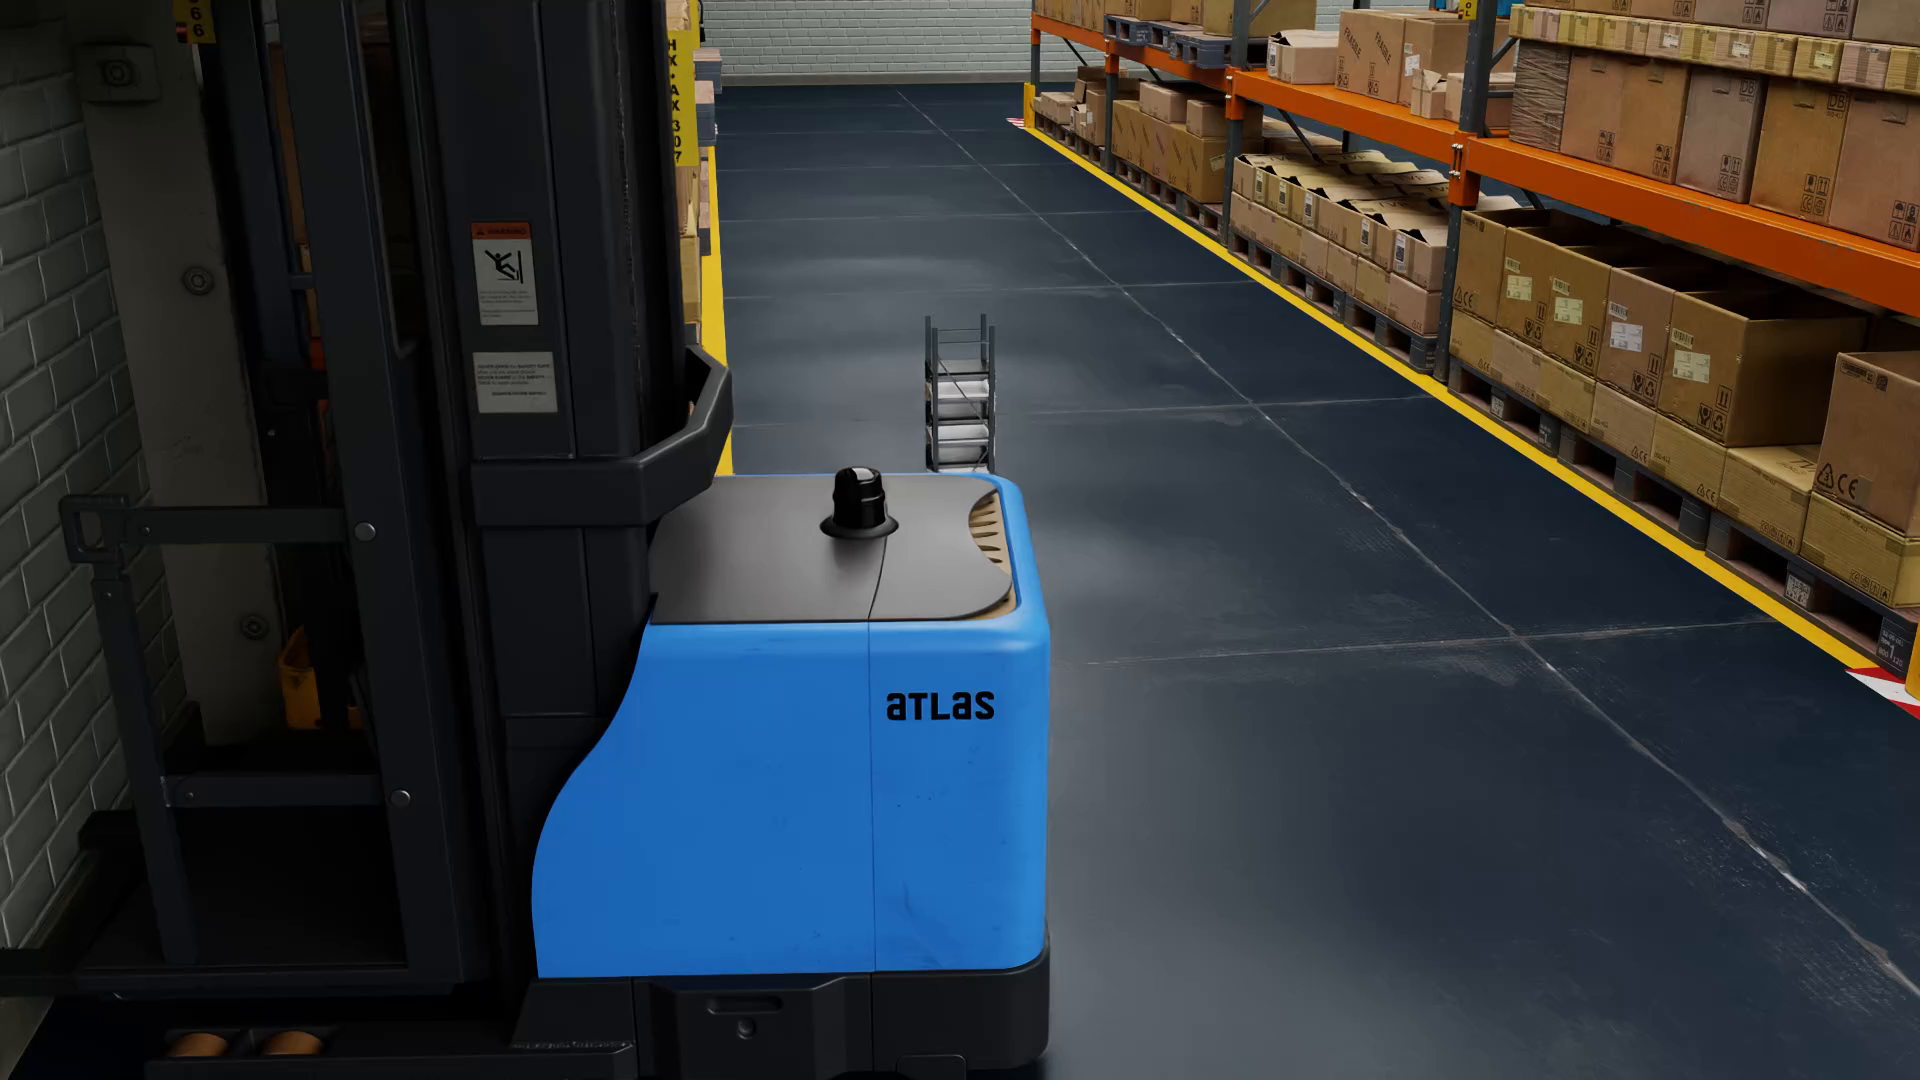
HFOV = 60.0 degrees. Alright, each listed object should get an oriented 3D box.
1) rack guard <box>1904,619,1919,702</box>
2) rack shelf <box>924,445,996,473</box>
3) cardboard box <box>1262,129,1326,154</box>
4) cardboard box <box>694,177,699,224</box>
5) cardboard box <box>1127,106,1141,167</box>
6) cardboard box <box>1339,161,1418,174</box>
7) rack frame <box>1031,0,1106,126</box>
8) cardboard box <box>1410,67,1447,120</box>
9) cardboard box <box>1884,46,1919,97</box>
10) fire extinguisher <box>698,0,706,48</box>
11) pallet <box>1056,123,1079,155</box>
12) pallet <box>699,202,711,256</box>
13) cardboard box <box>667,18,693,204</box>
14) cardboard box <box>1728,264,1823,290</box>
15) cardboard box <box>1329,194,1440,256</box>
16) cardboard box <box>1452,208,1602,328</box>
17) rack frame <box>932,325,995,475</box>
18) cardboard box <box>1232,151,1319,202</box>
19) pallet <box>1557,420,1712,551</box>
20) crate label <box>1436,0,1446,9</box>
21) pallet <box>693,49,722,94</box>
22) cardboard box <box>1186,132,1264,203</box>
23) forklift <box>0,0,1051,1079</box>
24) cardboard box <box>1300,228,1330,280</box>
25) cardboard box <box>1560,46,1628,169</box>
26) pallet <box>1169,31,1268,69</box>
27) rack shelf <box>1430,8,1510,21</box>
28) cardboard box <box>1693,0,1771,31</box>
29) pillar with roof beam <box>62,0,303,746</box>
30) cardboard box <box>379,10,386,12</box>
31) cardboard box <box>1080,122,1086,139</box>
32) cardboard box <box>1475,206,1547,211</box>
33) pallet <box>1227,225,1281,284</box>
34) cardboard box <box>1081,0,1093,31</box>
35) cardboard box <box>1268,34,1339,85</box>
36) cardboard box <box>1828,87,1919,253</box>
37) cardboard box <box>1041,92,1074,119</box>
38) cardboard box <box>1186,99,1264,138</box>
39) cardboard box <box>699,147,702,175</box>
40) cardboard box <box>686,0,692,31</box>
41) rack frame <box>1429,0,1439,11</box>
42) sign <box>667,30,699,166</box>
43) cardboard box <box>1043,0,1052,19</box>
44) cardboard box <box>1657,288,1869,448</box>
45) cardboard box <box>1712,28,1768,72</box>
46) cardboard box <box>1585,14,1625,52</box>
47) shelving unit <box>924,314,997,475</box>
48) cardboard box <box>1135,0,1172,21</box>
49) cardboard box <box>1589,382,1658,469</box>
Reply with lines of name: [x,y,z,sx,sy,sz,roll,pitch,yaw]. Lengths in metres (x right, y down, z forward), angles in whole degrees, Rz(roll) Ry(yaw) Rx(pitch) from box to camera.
rack guard: [3.664,0.272,5.274,1.175,0.500,0.348,-3,21,-8]
rack shelf: [-0.001,-0.309,6.609,0.258,0.077,0.200,-3,21,-8]
cardboard box: [2.643,-3.065,13.580,0.500,0.500,0.500,-4,21,-10]
cardboard box: [-1.225,-1.311,6.125,0.500,0.250,0.500,-3,21,-7]
cardboard box: [1.847,-3.733,15.369,0.500,0.500,0.500,-3,21,-7]
cardboard box: [2.908,-2.500,11.651,0.500,0.311,0.500,-3,21,-9]
rack frame: [1.354,-6.447,19.691,1.000,3.000,0.127,-3,21,-8]
cardboard box: [2.775,-2.525,9.380,0.396,0.266,0.258,-3,21,-9]
cardboard box: [3.341,-1.560,5.535,0.380,0.149,0.250,-3,21,-9]
fire extinguisher: [-3.113,-6.061,19.299,0.296,0.674,0.183,-3,21,-8]
pallet: [1.653,-4.417,18.241,1.003,0.211,1.213,-3,21,-8]
pallet: [-2.433,-2.397,12.831,1.003,0.211,1.213,-3,21,-8]
cardboard box: [-1.074,-1.299,5.020,0.500,0.500,0.500,-3,21,-8]
cardboard box: [3.589,-0.884,7.053,0.500,0.500,0.500,-3,21,-8]
cardboard box: [2.591,-1.942,10.157,0.500,0.311,0.500,-3,21,-8]
cardboard box: [2.841,-1.376,8.371,0.500,0.500,0.500,-3,21,-8]
rack frame: [0.014,-0.389,6.472,0.240,0.900,0.006,-3,21,-8]
cardboard box: [2.292,-2.652,12.059,0.500,0.311,0.500,-2,21,-6]
pallet: [3.336,-0.285,7.178,1.003,0.211,1.213,-3,21,-8]
crate label: [5.966,-6.543,20.102,0.416,0.233,0.303,-3,21,-8]
pallet: [-2.186,-3.095,10.989,1.213,0.211,1.003,-3,21,-8]
cardboard box: [2.140,-3.024,13.470,0.500,0.500,0.500,-2,21,-6]
forklift: [-1.335,-0.355,3.477,3.031,2.935,1.130,-1,20,-2]
cardboard box: [2.520,-1.858,10.735,0.500,0.250,0.500,-2,21,-7]
cardboard box: [3.236,-2.004,7.650,0.700,0.500,0.500,-3,21,-8]
pallet: [2.340,-3.818,12.927,1.213,0.211,1.003,-3,21,-8]
rack shelf: [6.544,-5.666,18.628,1.077,0.370,4.000,-3,21,-8]
cardboard box: [3.371,-2.272,6.516,0.700,0.500,0.500,-3,21,-8]
pillar with roof beam: [2.062,-3.882,4.250,9.100,9.000,0.400,-3,21,-8]
cardboard box: [-1.734,-1.627,5.899,0.500,0.500,0.500,-3,21,-7]
cardboard box: [1.454,-4.243,17.234,0.380,0.149,0.250,-3,21,-8]
cardboard box: [3.204,-1.793,9.758,0.500,0.311,0.500,-3,21,-8]
pallet: [2.587,-2.084,11.994,1.003,0.211,1.213,-3,21,-8]
cardboard box: [1.529,-5.448,16.872,0.500,0.500,0.500,-2,21,-6]
cardboard box: [2.444,-3.316,11.435,0.500,0.311,0.500,-3,21,-8]
cardboard box: [3.525,-1.298,5.762,0.700,0.500,0.500,-2,21,-6]
cardboard box: [1.224,-4.989,19.089,0.500,0.250,0.500,-3,21,-8]
cardboard box: [2.128,-3.395,13.391,0.500,0.250,0.500,-2,21,-6]
cardboard box: [-2.618,-3.475,14.204,0.750,0.750,0.750,-2,21,-6]
cardboard box: [-1.366,-2.011,6.927,0.500,0.500,0.500,-3,21,-8]
rack frame: [6.256,-6.696,20.356,1.000,3.000,0.127,-3,21,-8]
sign: [-0.704,-1.089,4.108,0.100,0.325,0.005,-3,21,-8]
cardboard box: [1.236,-6.149,18.749,0.500,0.500,0.500,-3,21,-8]
cardboard box: [3.130,-0.683,6.517,0.500,0.500,0.500,-3,21,-8]
cardboard box: [3.191,-1.918,6.494,0.380,0.149,0.250,-3,21,-8]
cardboard box: [3.045,-2.273,7.446,0.380,0.149,0.250,-3,21,-8]
shelving unit: [-0.001,-0.424,6.566,0.258,0.900,0.210,-3,21,-8]
cardboard box: [1.939,-4.896,14.793,0.700,0.500,0.500,0,20,1]
cardboard box: [3.062,-0.506,7.112,0.500,0.250,0.500,-3,21,-8]
